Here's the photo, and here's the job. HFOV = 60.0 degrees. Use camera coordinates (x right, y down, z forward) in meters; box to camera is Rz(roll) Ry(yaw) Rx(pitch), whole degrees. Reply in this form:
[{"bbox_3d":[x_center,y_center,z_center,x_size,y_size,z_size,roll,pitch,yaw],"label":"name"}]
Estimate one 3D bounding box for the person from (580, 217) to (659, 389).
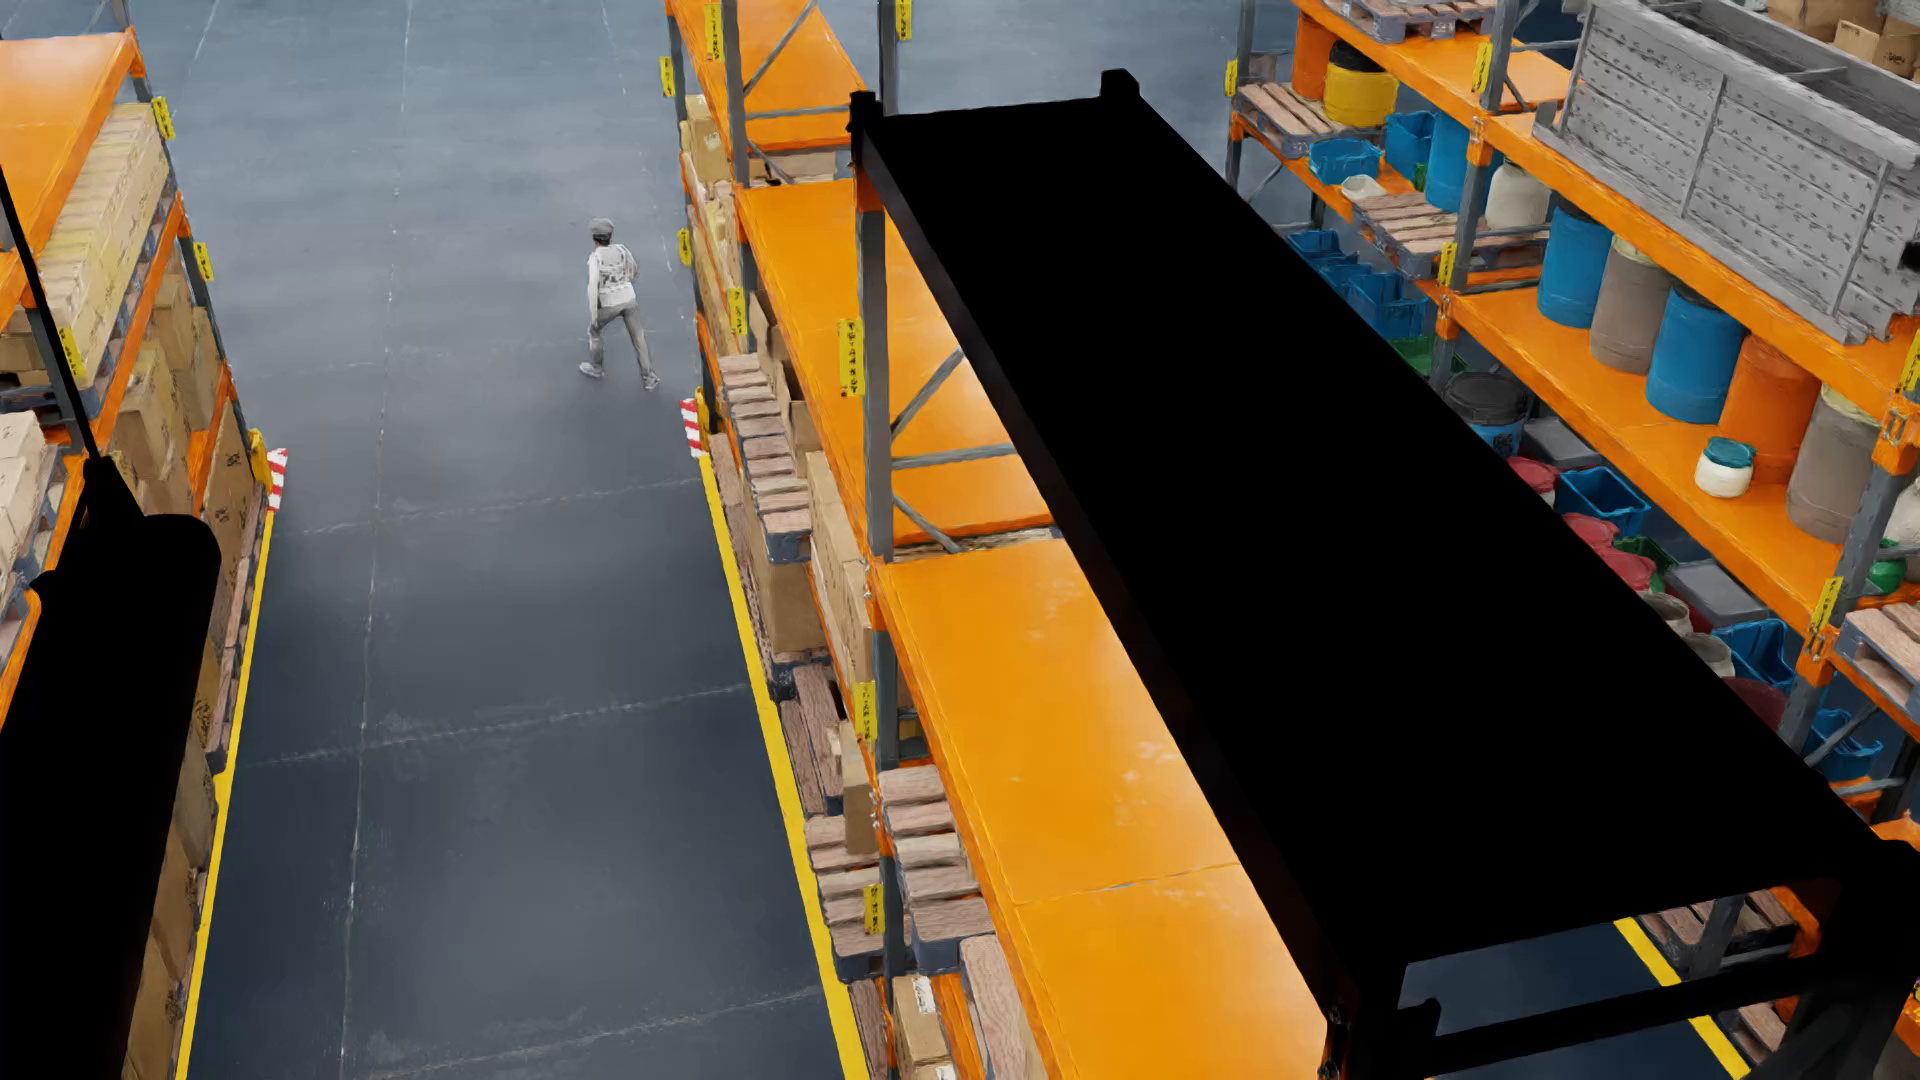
[{"bbox_3d":[-3.313,-2.256,15.950,0.643,1.612,0.794,-19,39,-26],"label":"person"}]
